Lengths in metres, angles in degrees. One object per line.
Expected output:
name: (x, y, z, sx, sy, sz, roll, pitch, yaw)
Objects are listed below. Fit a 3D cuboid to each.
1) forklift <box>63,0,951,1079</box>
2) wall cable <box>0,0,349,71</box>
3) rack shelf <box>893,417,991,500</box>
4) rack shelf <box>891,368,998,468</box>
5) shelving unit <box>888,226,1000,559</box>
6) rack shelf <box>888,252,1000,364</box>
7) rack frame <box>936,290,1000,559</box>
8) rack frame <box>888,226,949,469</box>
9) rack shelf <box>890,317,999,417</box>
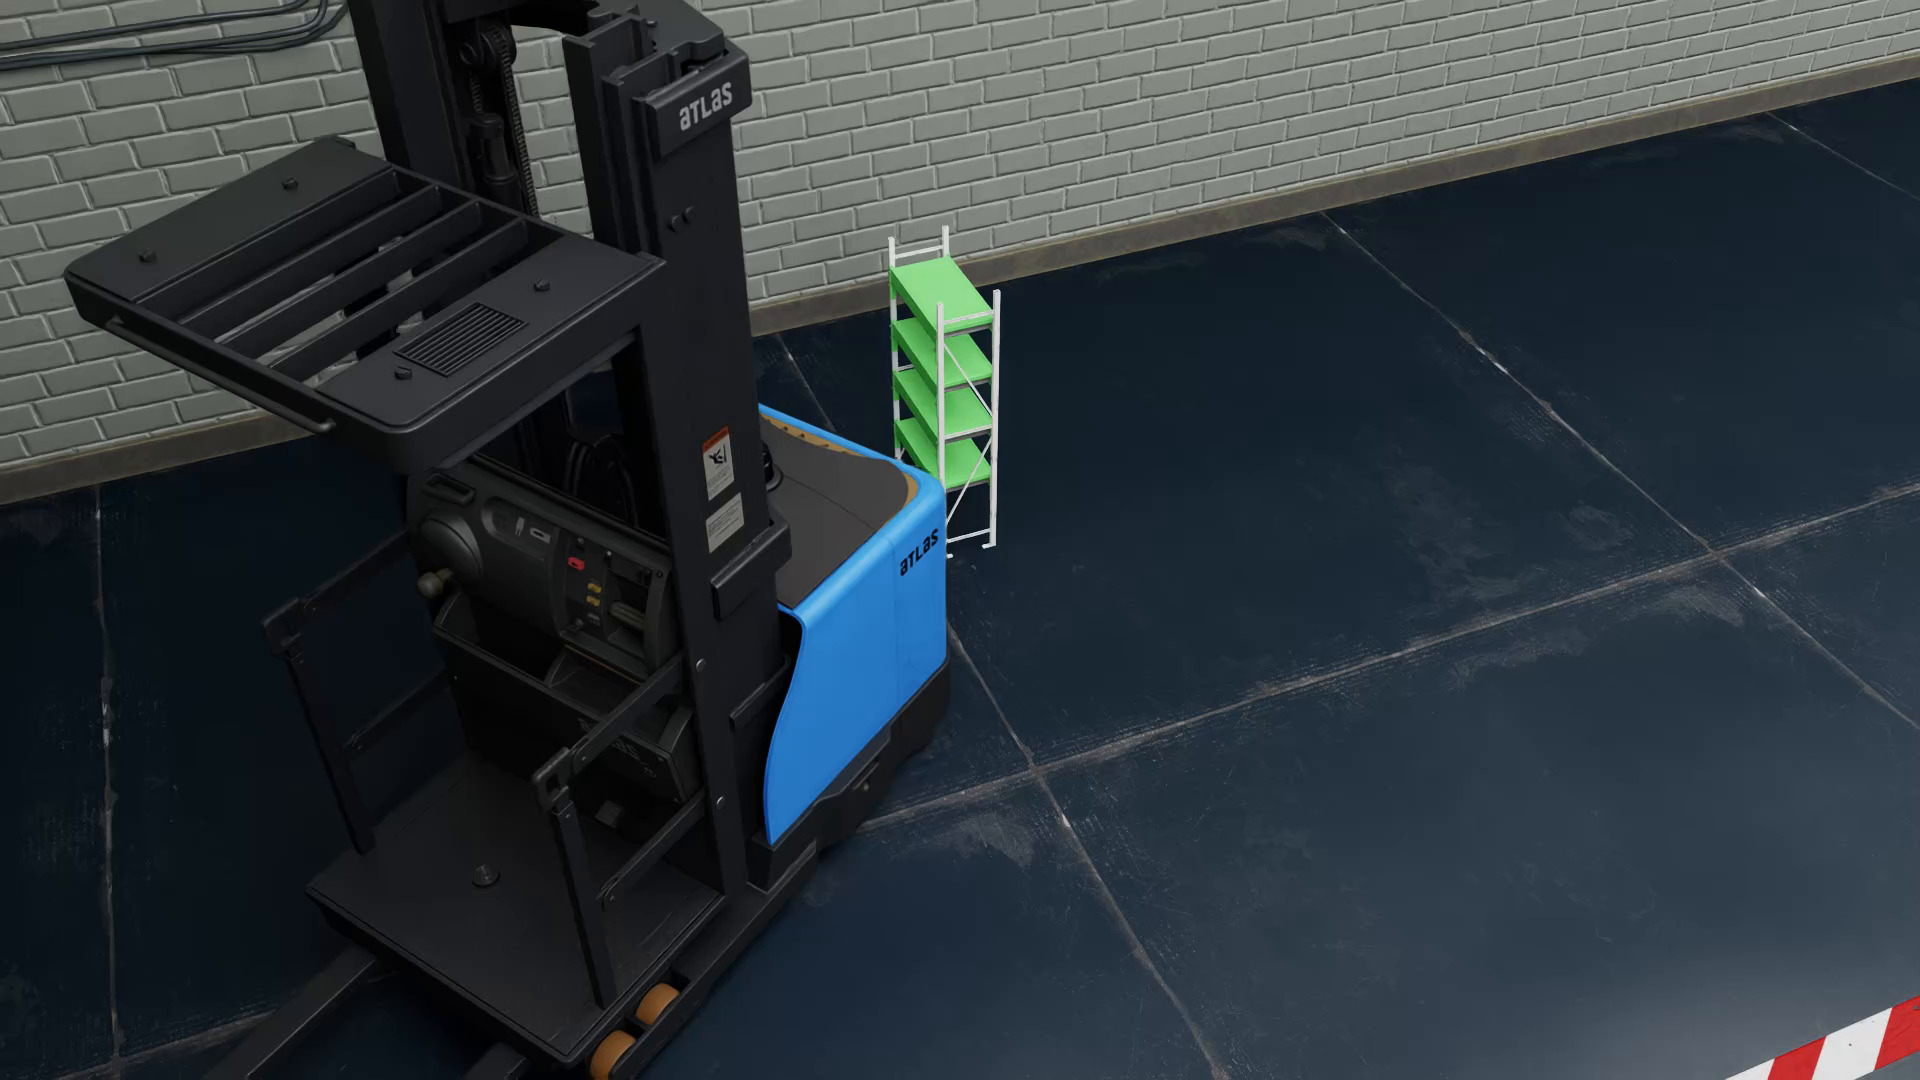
forklift: (-1.262, 0.139, 4.341, 1.130, 2.935, 3.031, 23, 46, 25)
wall cable: (-3.605, -2.473, 5.105, 3.097, 2.526, 0.112, -15, 43, -17)
rack shelf: (-0.063, -0.324, 6.673, 0.258, 0.148, 0.480, -15, 43, -17)
rack shelf: (-0.063, -0.506, 6.516, 0.258, 0.148, 0.480, -15, 43, -17)
shelving unit: (-0.063, -0.555, 6.475, 0.258, 1.200, 0.503, -15, 43, -17)
rack shelf: (-0.063, -0.870, 6.203, 0.258, 0.148, 0.480, -15, 43, -17)
rack frame: (0.030, -0.408, 6.304, 0.240, 1.200, 0.015, -15, 43, -17)
rack frame: (-0.157, -0.702, 6.646, 0.240, 1.200, 0.015, -15, 43, -17)
rack shelf: (-0.063, -0.688, 6.360, 0.258, 0.148, 0.480, -15, 43, -17)
